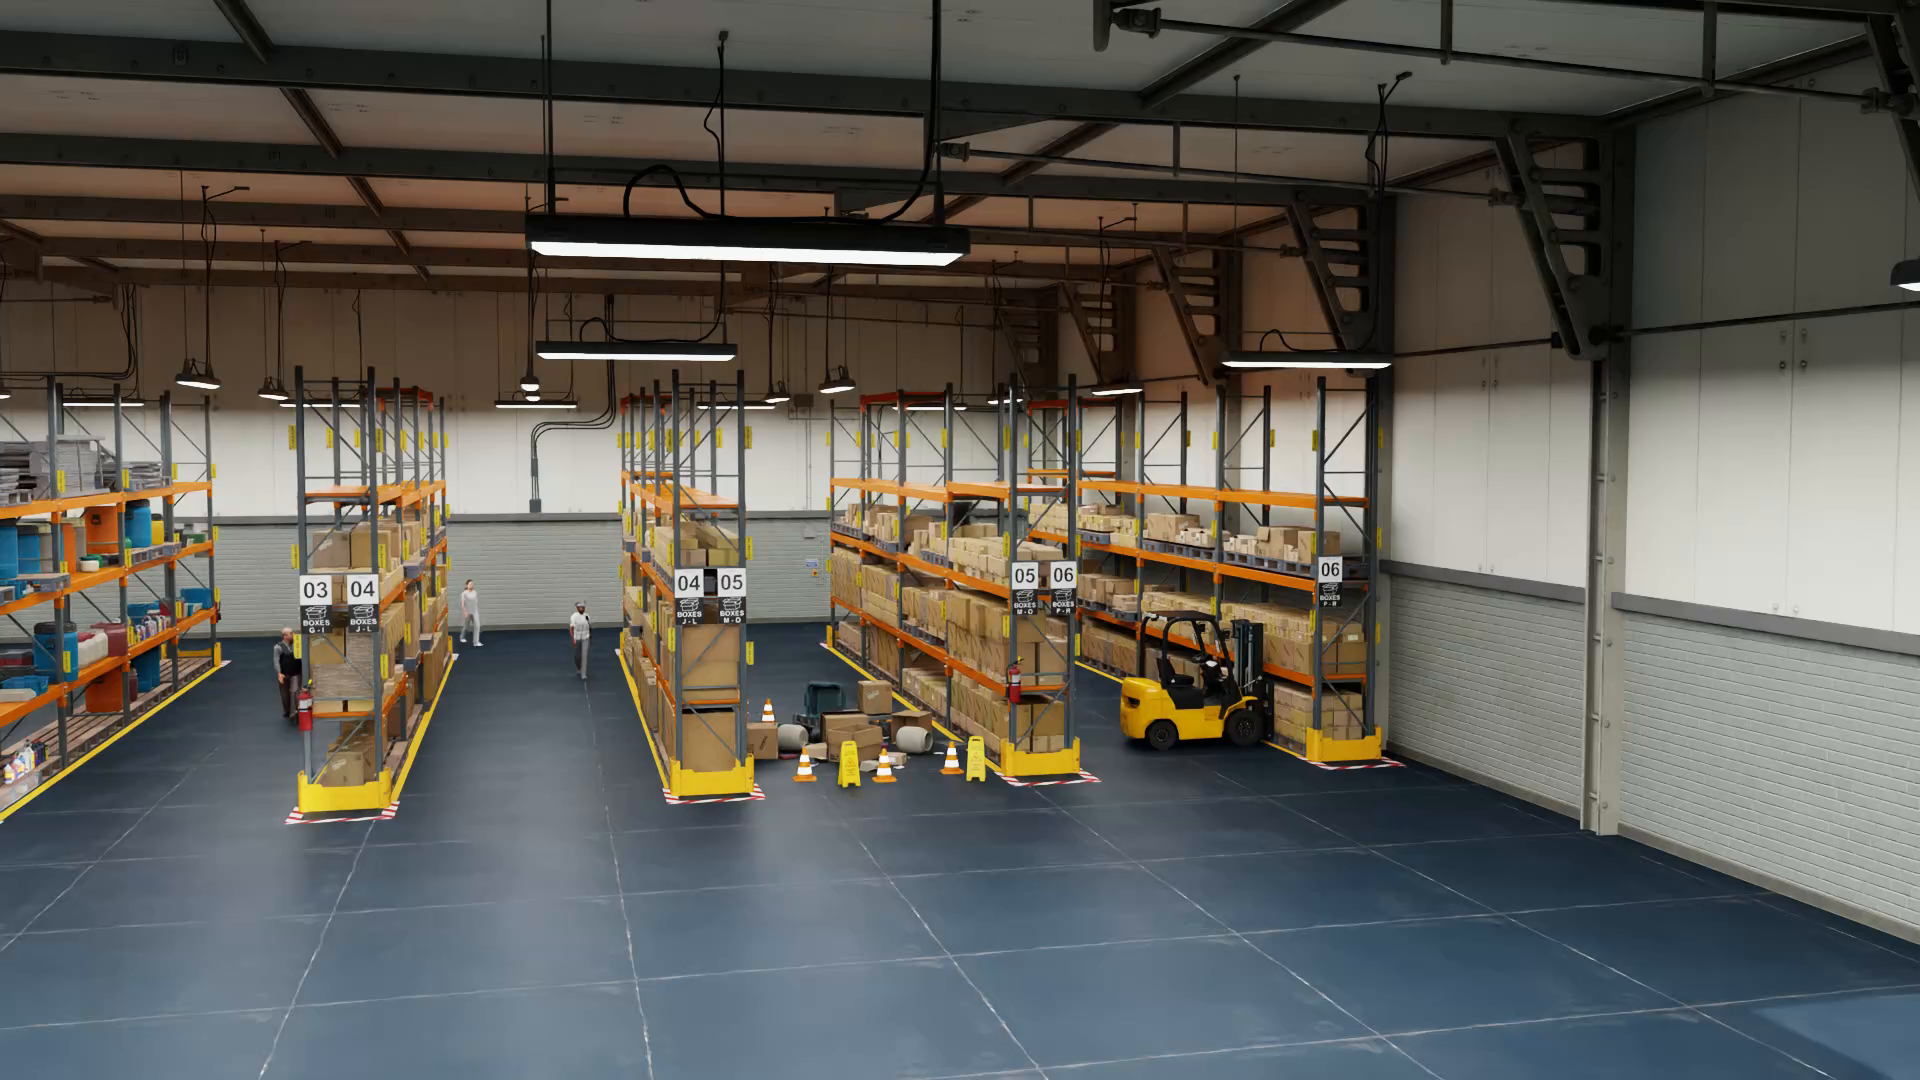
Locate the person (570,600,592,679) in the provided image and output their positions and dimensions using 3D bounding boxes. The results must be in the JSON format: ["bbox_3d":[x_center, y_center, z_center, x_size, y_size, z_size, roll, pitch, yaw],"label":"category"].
[{"bbox_3d":[-7.985,2.086,35.048,0.443,1.649,0.894,0,3,-7],"label":"person"}]

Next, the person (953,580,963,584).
[{"bbox_3d":[-0.051,1.484,45.089,0.794,1.615,0.526,-2,4,-33],"label":"person"}]

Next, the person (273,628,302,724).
[{"bbox_3d":[-11.923,2.402,29.524,0.469,1.680,1.032,-1,4,-14],"label":"person"}]

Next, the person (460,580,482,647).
[{"bbox_3d":[-11.928,1.773,40.499,0.471,1.629,0.955,-2,4,-34],"label":"person"}]
